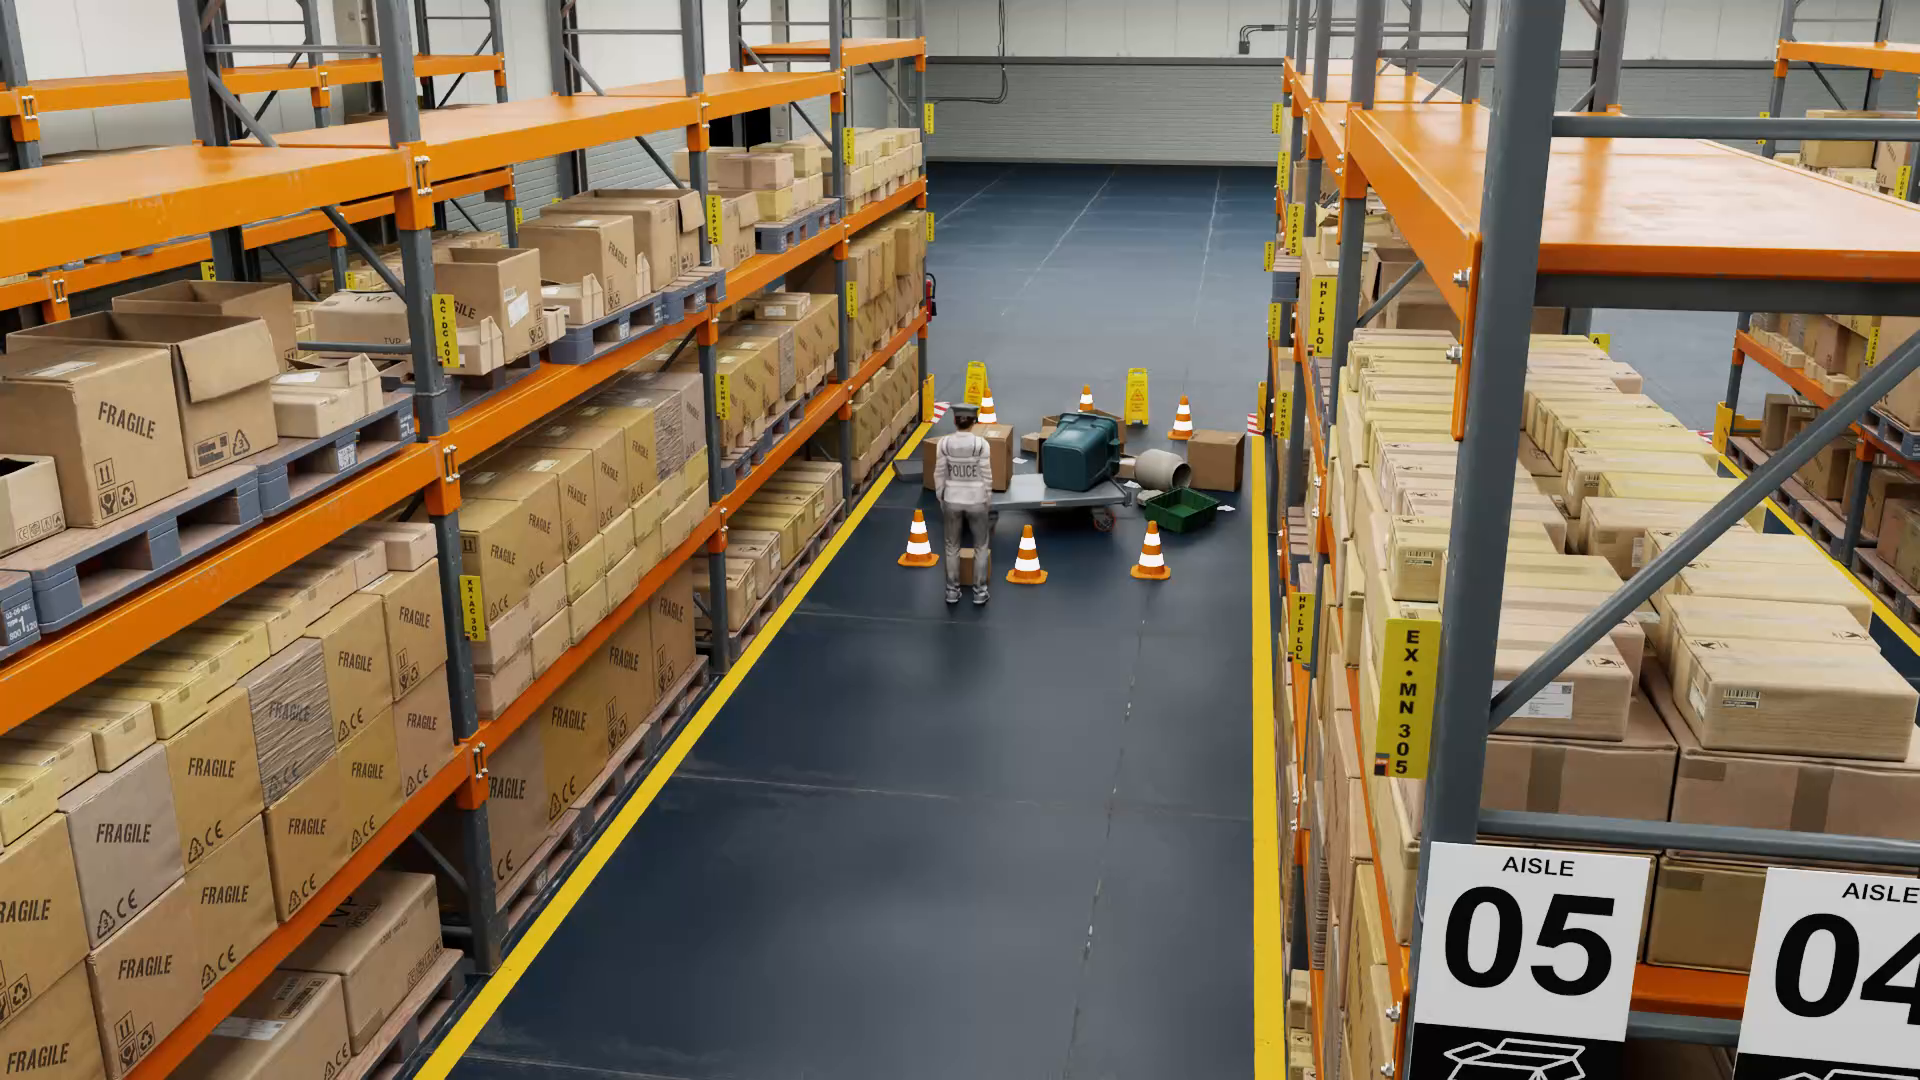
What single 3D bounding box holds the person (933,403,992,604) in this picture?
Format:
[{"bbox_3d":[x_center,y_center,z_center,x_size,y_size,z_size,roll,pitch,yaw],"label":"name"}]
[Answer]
[{"bbox_3d":[0.029,-0.290,13.478,0.482,1.654,0.366,3,18,10],"label":"person"}]
